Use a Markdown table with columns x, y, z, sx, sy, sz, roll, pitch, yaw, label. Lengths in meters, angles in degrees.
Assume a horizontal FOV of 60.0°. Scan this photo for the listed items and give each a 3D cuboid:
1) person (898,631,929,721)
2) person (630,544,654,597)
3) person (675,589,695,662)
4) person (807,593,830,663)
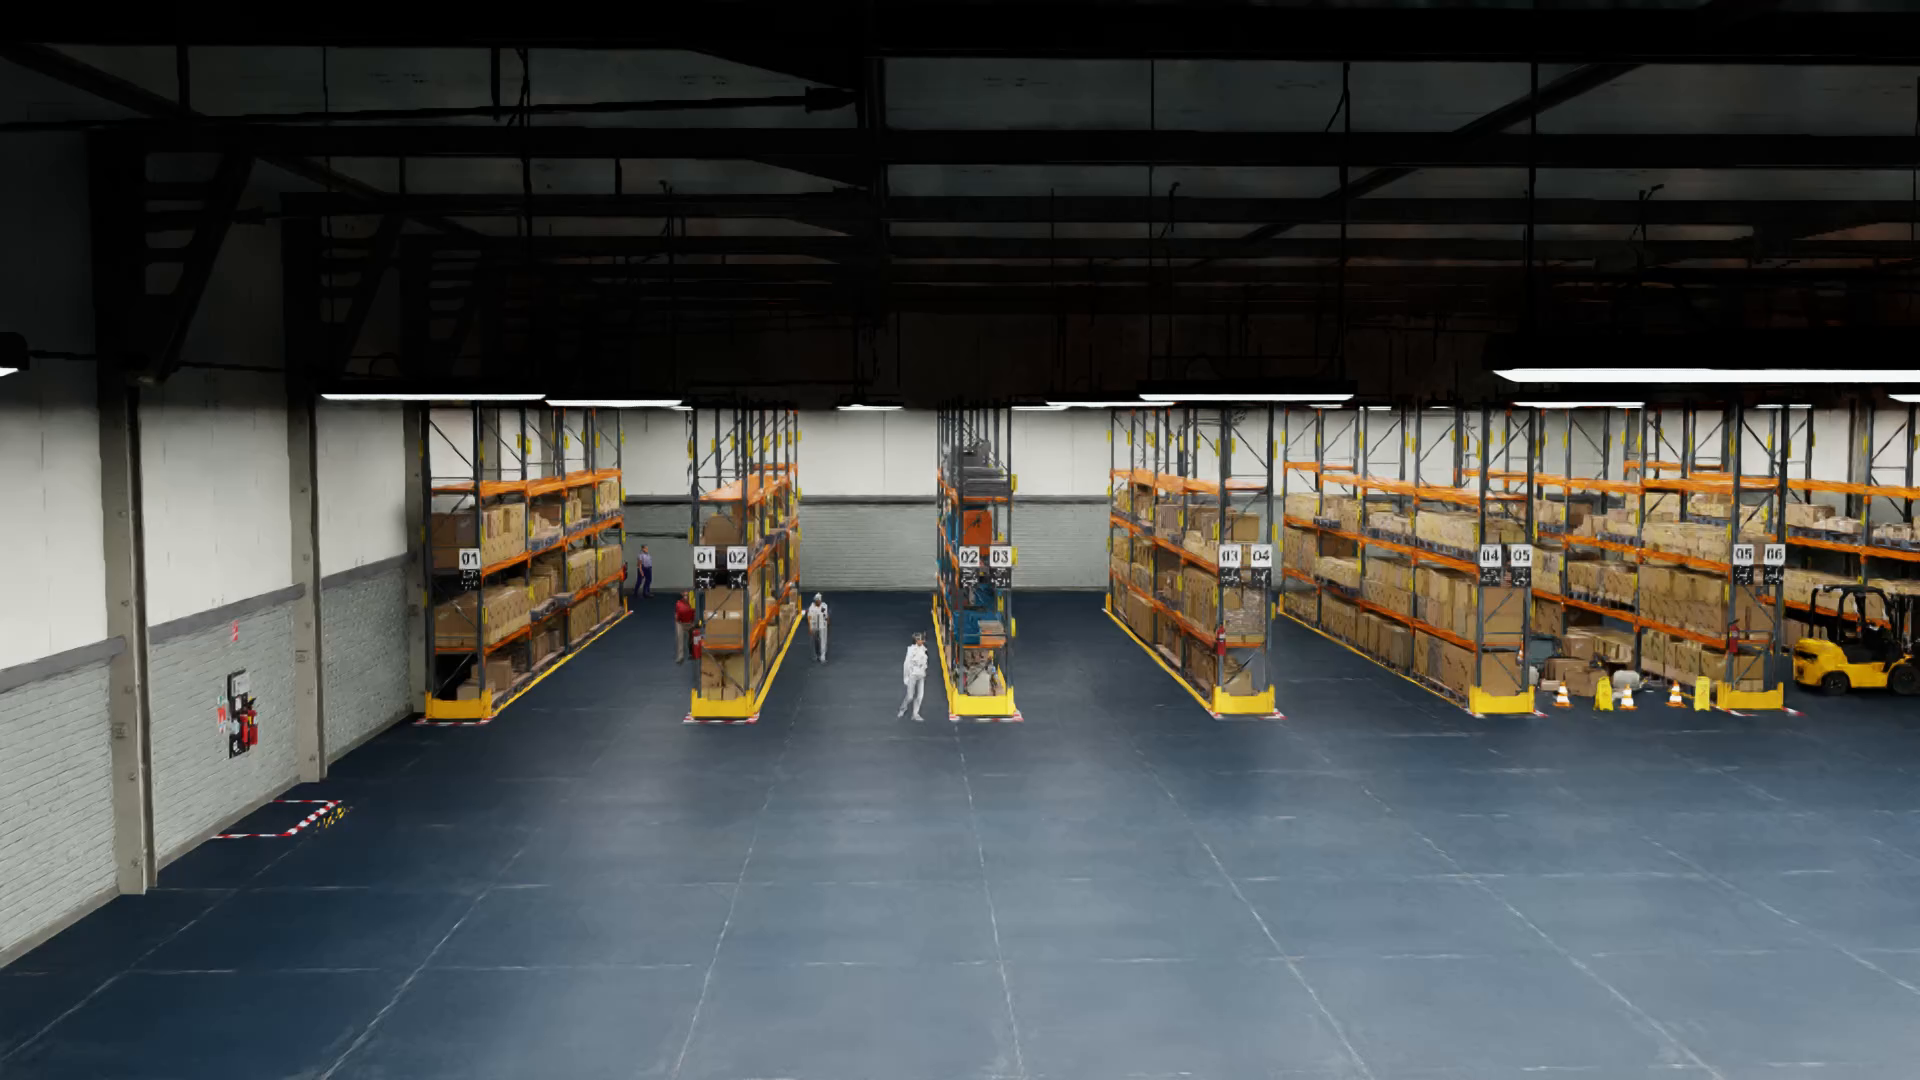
| x | y | z | sx | sy | sz | roll | pitch | yaw | label |
| --- | --- | --- | --- | --- | --- | --- | --- | --- | --- |
| -0.867 | 2.507 | 30.915 | 0.533 | 1.665 | 0.531 | -3 | 6 | -37 | person |
| -9.847 | 0.953 | 51.374 | 0.476 | 1.627 | 0.683 | 3 | 6 | 37 | person |
| -6.258 | 1.943 | 38.096 | 0.540 | 1.643 | 1.130 | 0 | 4 | -4 | person |
| -3.233 | 1.986 | 37.980 | 0.497 | 1.583 | 1.090 | 0 | 4 | 0 | person |
